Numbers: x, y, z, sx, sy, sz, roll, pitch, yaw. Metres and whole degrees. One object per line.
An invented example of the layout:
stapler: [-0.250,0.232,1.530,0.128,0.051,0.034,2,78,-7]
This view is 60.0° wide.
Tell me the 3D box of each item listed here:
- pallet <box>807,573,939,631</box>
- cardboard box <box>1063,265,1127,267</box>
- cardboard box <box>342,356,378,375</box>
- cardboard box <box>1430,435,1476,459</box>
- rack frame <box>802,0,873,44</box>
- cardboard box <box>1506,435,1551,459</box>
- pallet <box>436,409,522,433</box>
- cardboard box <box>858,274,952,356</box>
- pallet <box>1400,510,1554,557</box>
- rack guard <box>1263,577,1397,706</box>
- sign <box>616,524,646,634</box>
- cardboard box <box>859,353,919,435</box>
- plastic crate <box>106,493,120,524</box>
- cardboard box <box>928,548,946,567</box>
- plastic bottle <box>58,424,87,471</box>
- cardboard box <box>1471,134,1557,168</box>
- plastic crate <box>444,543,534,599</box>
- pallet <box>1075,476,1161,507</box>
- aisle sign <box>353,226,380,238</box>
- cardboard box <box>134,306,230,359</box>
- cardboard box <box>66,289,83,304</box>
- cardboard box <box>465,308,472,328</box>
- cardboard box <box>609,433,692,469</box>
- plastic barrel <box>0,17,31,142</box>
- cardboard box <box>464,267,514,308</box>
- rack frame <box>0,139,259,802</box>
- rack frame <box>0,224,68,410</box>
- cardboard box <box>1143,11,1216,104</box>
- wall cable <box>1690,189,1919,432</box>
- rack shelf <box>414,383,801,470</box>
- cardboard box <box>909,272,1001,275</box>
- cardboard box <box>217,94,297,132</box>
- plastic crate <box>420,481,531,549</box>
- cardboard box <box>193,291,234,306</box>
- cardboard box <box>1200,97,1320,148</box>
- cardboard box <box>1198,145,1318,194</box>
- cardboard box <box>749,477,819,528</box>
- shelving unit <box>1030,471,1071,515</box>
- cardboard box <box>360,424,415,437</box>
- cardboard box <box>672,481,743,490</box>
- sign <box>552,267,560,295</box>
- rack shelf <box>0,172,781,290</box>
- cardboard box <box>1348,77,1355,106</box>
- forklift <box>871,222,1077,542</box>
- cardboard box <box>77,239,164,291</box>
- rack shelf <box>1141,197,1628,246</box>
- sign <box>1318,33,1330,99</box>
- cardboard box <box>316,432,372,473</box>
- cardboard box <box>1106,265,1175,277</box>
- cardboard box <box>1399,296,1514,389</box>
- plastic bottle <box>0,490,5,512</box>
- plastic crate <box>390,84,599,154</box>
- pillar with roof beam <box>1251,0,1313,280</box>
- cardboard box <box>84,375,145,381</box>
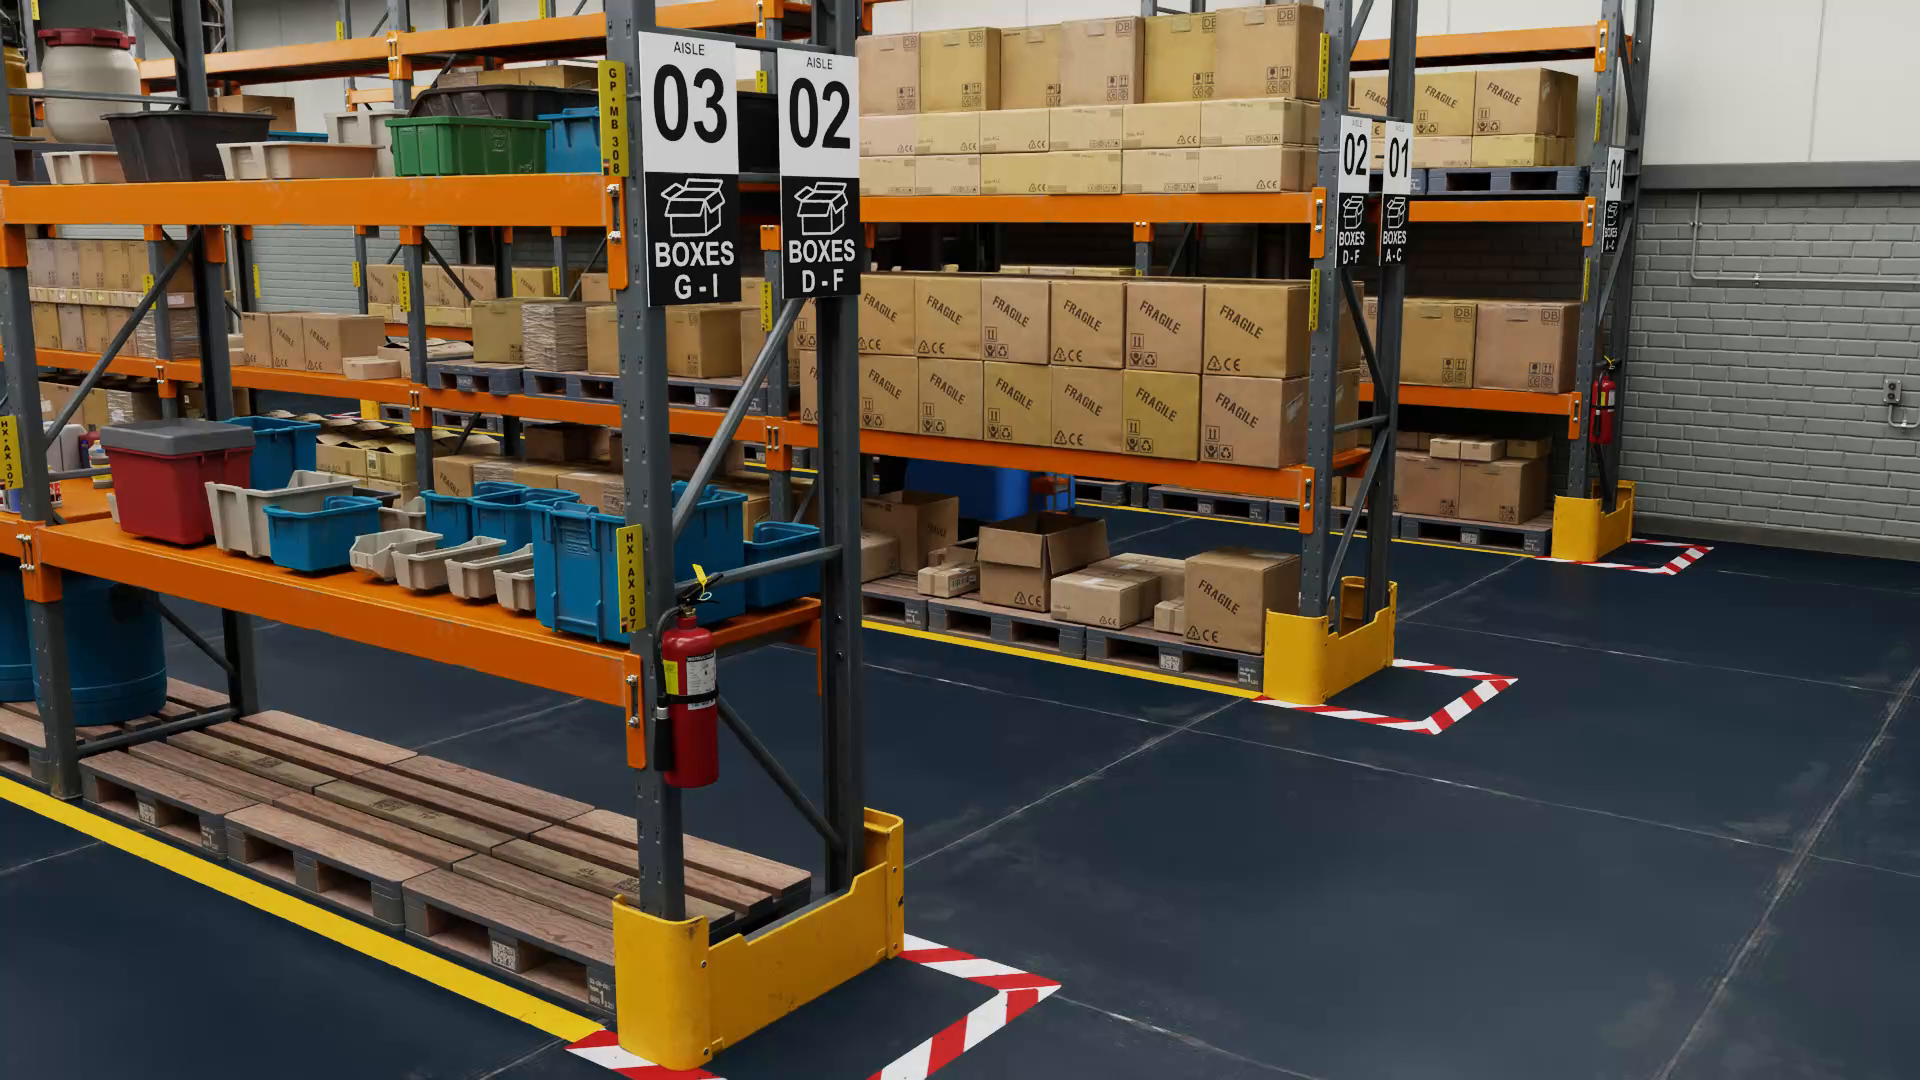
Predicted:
pallet: [-0.429,0.352,11.654,1.213,0.211,1.003,8,13,36]
cardboard box: [1.305,-2.576,16.373,0.500,0.250,0.500,8,14,36]
cardboard box: [-5.267,-1.555,14.834,0.250,0.149,0.380,9,14,40]
cardboard box: [4.130,-0.779,13.929,0.250,0.149,0.380,8,14,37]
rack frame: [-1.277,-5.248,17.466,0.127,3.000,1.000,8,13,36]
cardboard box: [4.767,-0.781,13.936,0.250,0.149,0.380,8,14,36]
pallet: [-6.051,-1.591,21.696,1.213,0.211,1.003,8,13,36]
cardboard box: [-0.353,-1.480,10.889,0.500,0.500,0.500,7,13,34]
pallet: [4.480,-0.112,14.054,1.213,0.211,1.003,8,13,36]
rack guard: [2.181,0.574,9.746,0.348,0.500,1.175,8,13,36]
sign: [-1.006,0.119,5.087,0.005,0.325,0.100,8,13,36]
cardboard box: [-0.318,-0.987,10.973,0.500,0.500,0.500,8,14,37]
plastic crate: [-3.626,-0.162,7.507,0.243,0.136,0.396,8,13,36]
cardboard box: [-0.017,0.143,11.741,0.250,0.149,0.380,8,13,36]
plastic bottle: [-4.811,-0.490,8.992,0.135,0.276,0.152,8,13,36]
cardboard box: [4.424,-3.099,13.282,0.500,0.250,0.500,8,14,37]
plastic crate: [-1.682,0.115,6.077,0.243,0.136,0.396,8,13,36]
pallet: [1.281,-0.559,16.365,1.213,0.211,1.003,8,13,36]
aisle sign: [-7.961,-4.441,22.242,0.004,0.787,0.394,8,13,36]
cardboard box: [-7.791,-2.092,16.682,0.500,0.500,0.700,8,13,34]
cardboard box: [-9.014,-2.531,17.247,0.250,0.149,0.380,8,14,37]
cardboard box: [-5.873,-2.807,20.984,0.500,0.250,0.500,8,13,35]
cardboard box: [-2.438,-0.712,13.260,0.500,0.250,0.500,8,13,34]
plastic barrel: [-4.773,-2.179,7.899,0.600,0.588,0.600,0,11,0]
cardboard box: [-5.870,-3.176,20.918,0.500,0.500,0.500,7,13,34]
rack frame: [-3.917,-0.336,7.872,0.127,3.000,1.000,8,13,36]
rack frame: [-10.654,-2.443,18.763,0.127,3.000,1.000,8,13,36]
cardboard box: [1.465,-2.782,9.718,0.500,0.500,0.700,8,13,36]
wall cable: [6.763,-1.903,13.295,1.851,1.984,0.084,8,13,36]
rack shelf: [-2.594,-0.966,13.020,4.000,0.370,1.077,8,13,36]
cardboard box: [-0.007,-1.560,11.300,0.500,0.500,0.500,8,13,34]
cardboard box: [-6.484,-3.831,15.354,0.500,0.500,0.500,10,15,41]
plastic crate: [-2.000,-0.094,6.901,0.300,0.233,0.416,8,13,36]
cardboard box: [-7.532,-2.421,16.677,0.250,0.149,0.380,8,13,35]
cardboard box: [1.677,-2.308,9.243,0.500,0.250,0.500,8,13,36]
cardboard box: [1.672,-2.061,9.284,0.500,0.250,0.500,8,13,36]
cardboard box: [-1.228,-0.175,12.459,0.500,0.500,0.500,7,13,33]
shelving unit: [0.721,-0.390,13.283,0.252,1.050,0.215,10,15,41]
cardboard box: [-5.293,-0.895,15.415,0.500,0.311,0.500,7,13,34]
cardboard box: [-1.943,-0.152,12.339,0.500,0.500,0.500,8,14,36]
sign: [-4.816,-3.094,19.844,0.005,0.325,0.100,8,13,36]
rack shelf: [-2.305,-1.231,6.493,4.000,0.370,1.077,8,13,36]
cardboard box: [3.175,-3.641,14.107,0.500,0.500,0.500,8,14,36]
forklift: [-0.457,-1.532,14.232,3.031,2.935,1.130,10,15,41]
cardboard box: [-8.603,-2.842,17.143,0.500,0.500,0.700,8,13,36]
rack shelf: [3.559,-2.748,14.332,4.000,0.370,1.077,8,13,36]
sign: [1.897,-2.469,8.668,0.005,0.325,0.100,8,13,36]
cardboard box: [-5.602,-0.811,14.984,0.500,0.311,0.500,8,13,35]
cardboard box: [1.731,-2.518,16.074,0.500,0.250,0.500,8,14,37]
cardboard box: [4.161,-1.687,14.061,0.700,0.700,0.980,8,13,35]
plastic bottle: [-4.536,-0.243,7.909,0.097,0.201,0.097,0,11,0]
plastic crate: [-1.762,-1.543,6.373,0.767,0.338,0.504,8,13,36]
pillar with roof beam: [0.475,-4.193,12.013,0.400,9.000,9.100,8,13,36]
cardboard box: [-9.231,-1.543,18.267,0.500,0.500,0.500,8,13,36]
